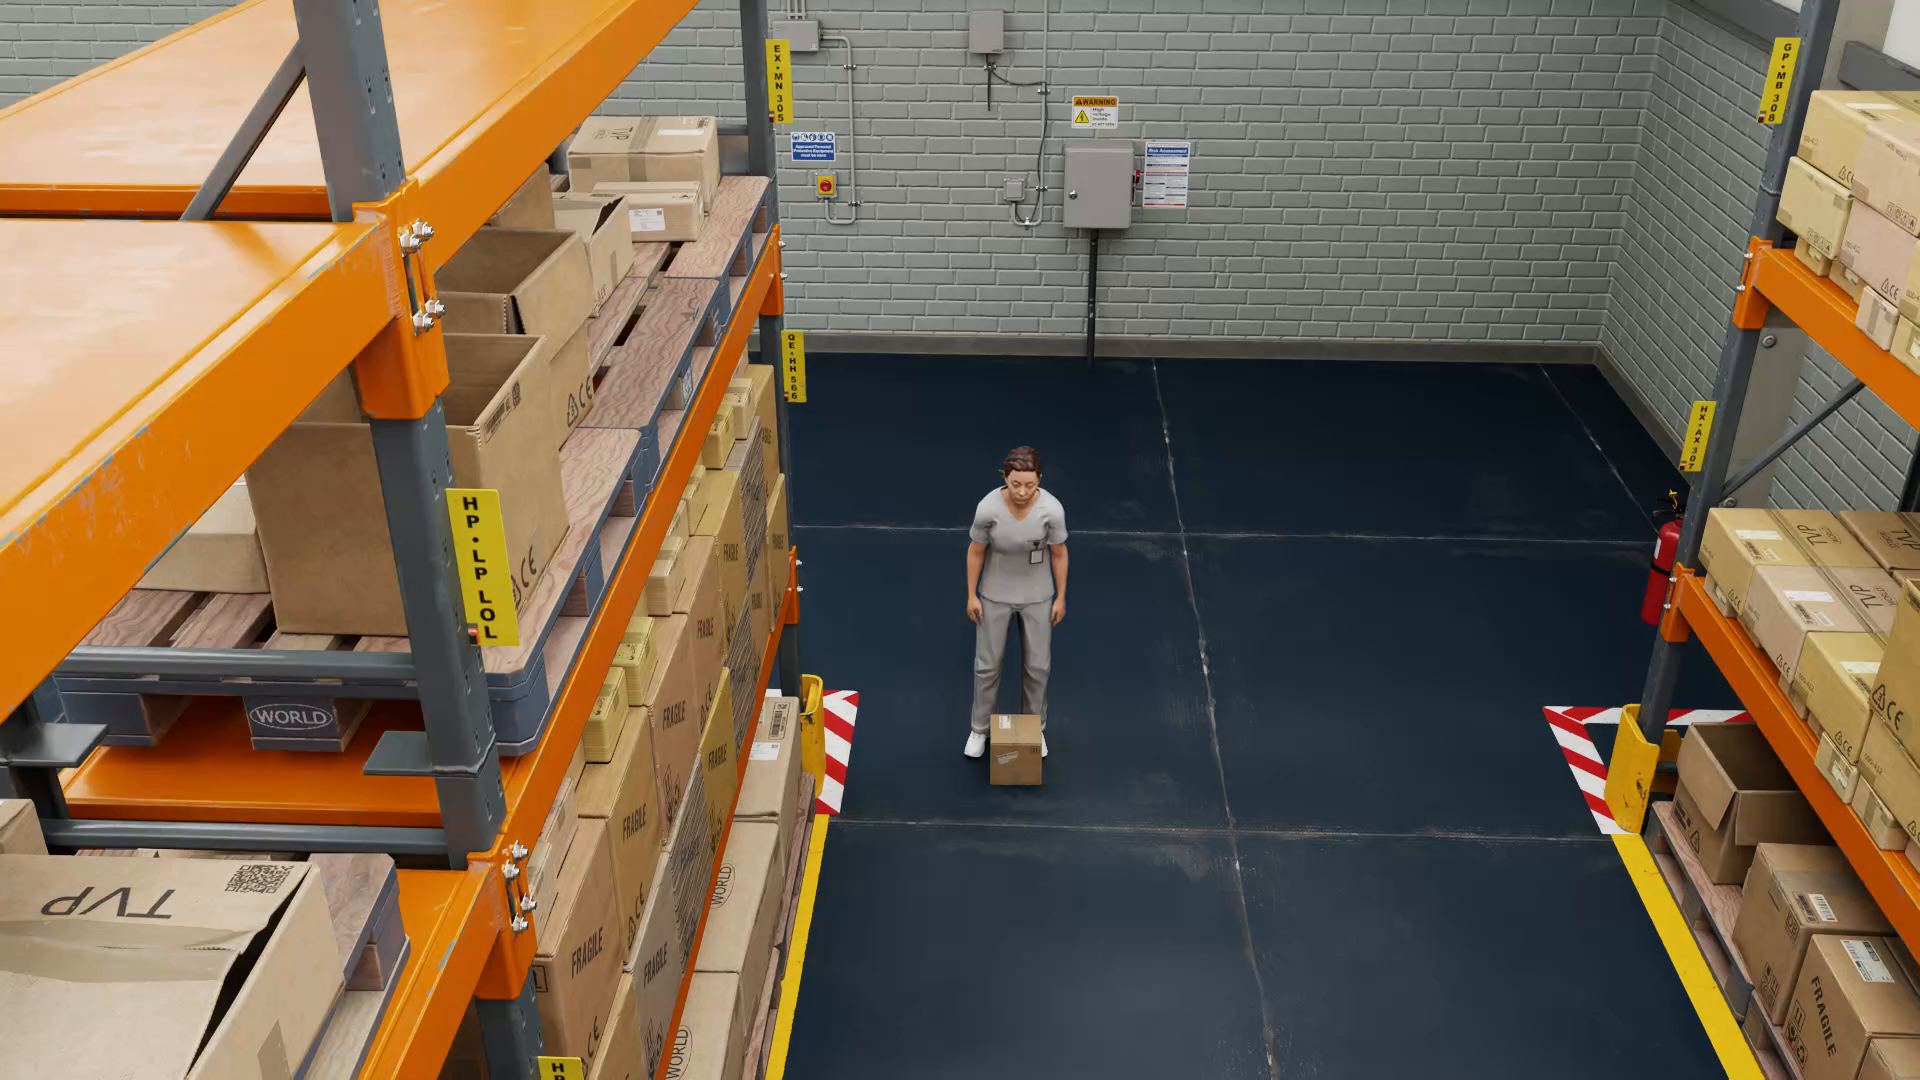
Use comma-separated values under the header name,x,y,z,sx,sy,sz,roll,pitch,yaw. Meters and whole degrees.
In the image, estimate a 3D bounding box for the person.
name,x,y,z,sx,sy,sz,roll,pitch,yaw
person,0.273,0.290,8.080,0.493,1.673,0.353,1,28,1
